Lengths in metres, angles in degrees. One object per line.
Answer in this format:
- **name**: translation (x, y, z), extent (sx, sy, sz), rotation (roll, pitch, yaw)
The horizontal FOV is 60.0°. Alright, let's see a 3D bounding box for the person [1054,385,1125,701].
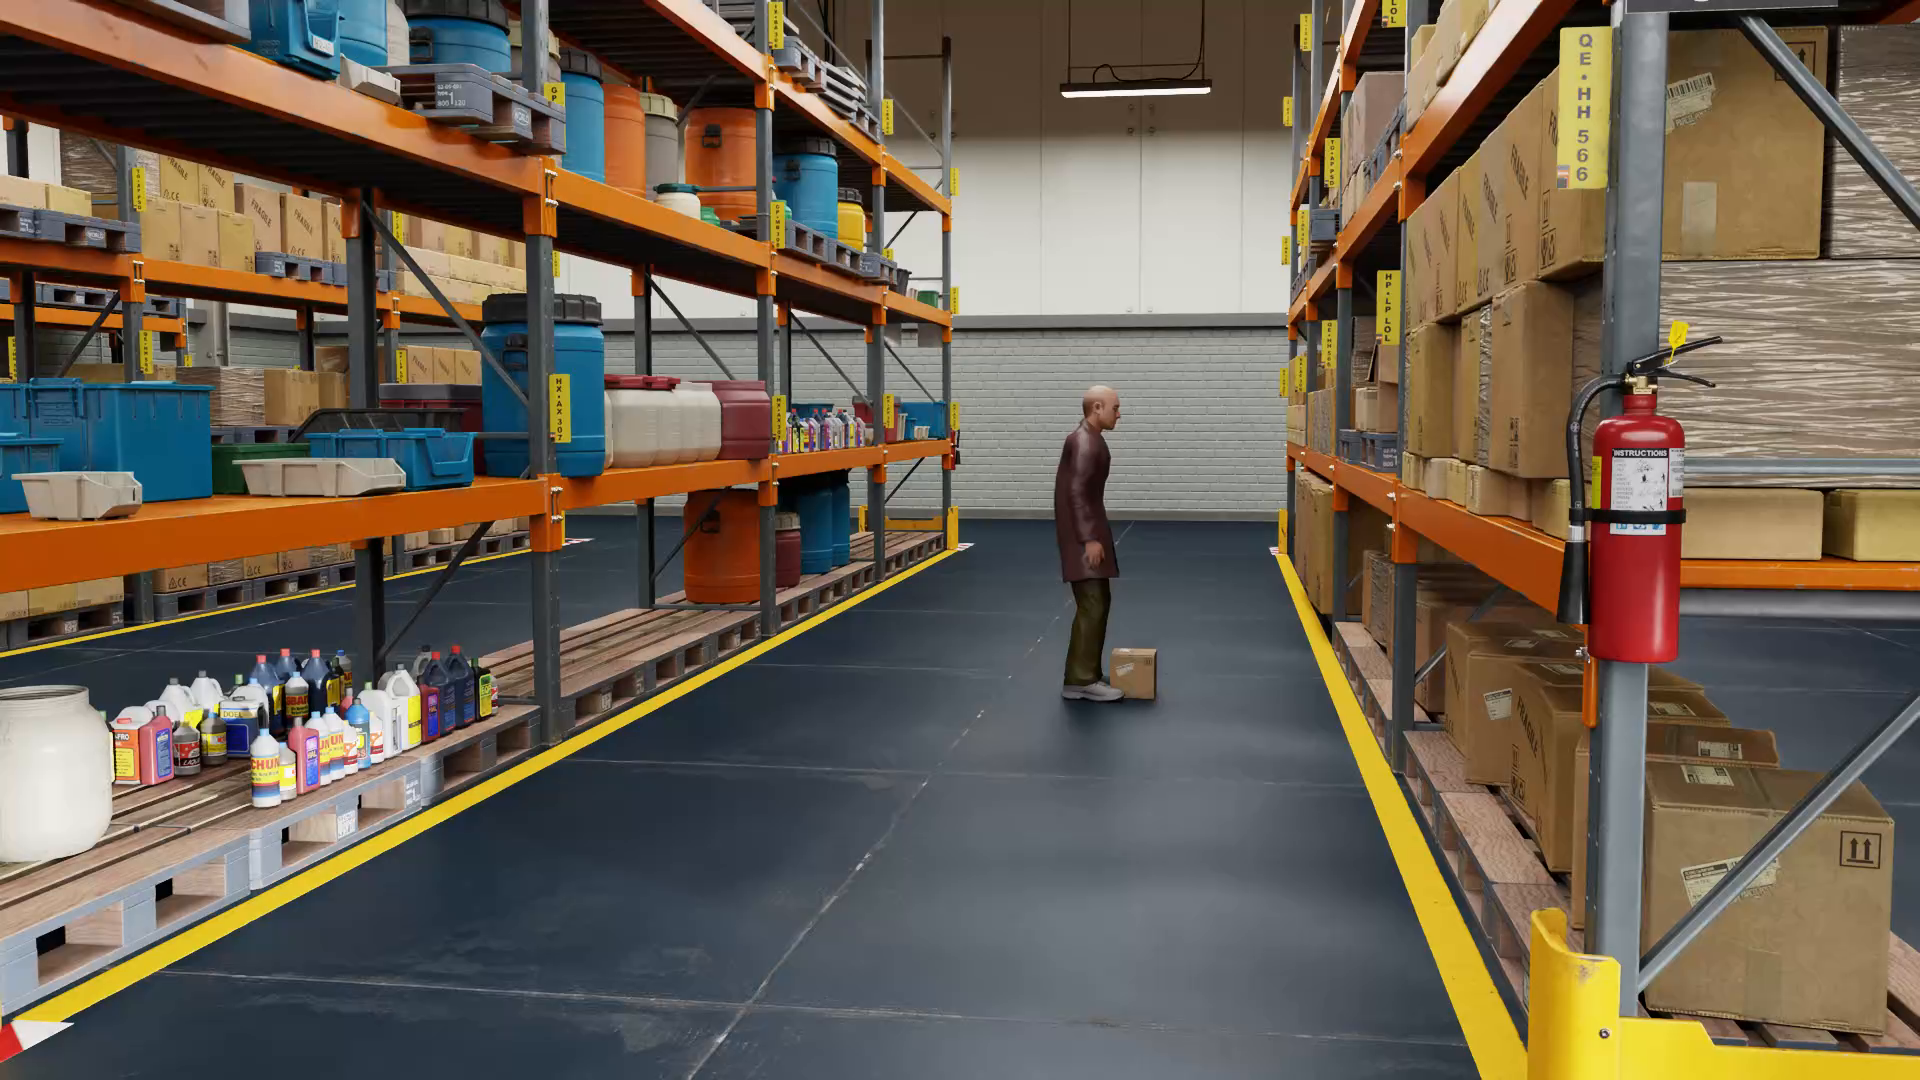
- **person**: translation (0.752, 0.004, 9.527), extent (0.427, 1.774, 0.644), rotation (1, 4, 9)
